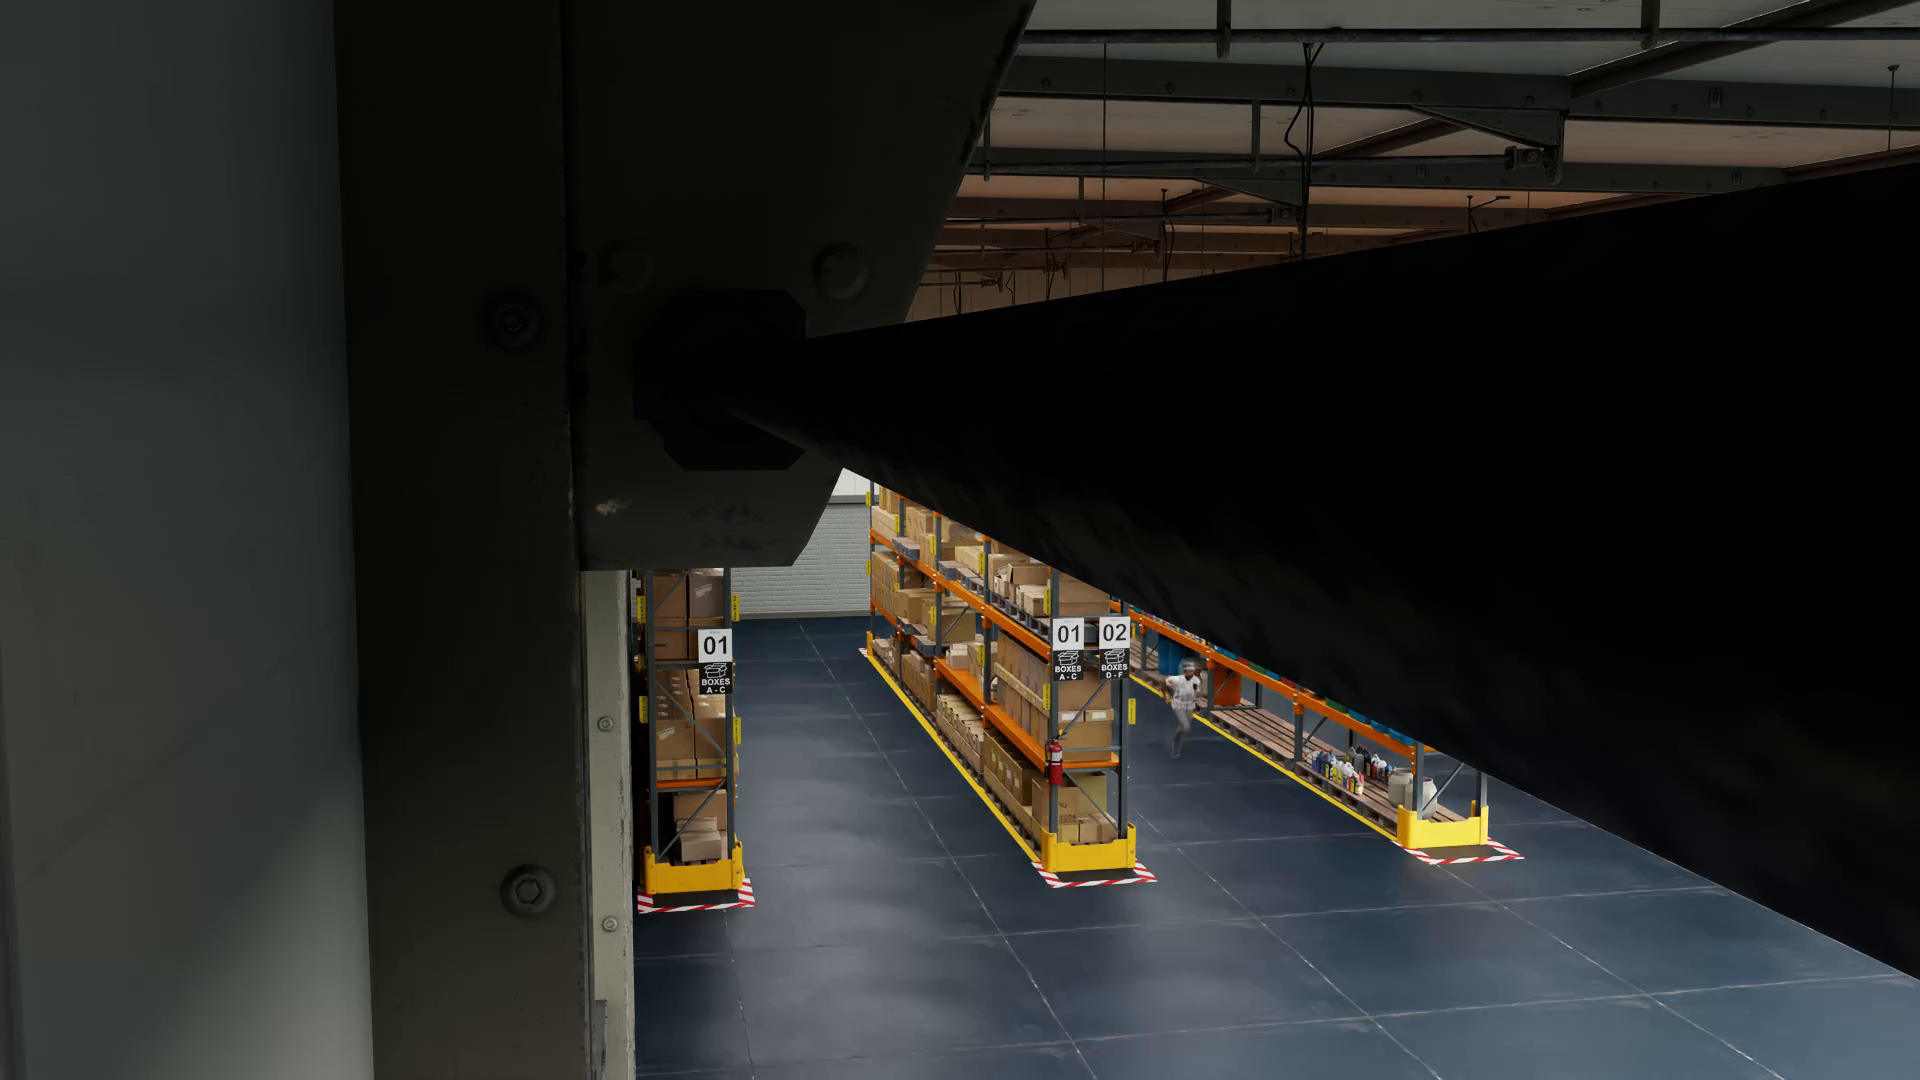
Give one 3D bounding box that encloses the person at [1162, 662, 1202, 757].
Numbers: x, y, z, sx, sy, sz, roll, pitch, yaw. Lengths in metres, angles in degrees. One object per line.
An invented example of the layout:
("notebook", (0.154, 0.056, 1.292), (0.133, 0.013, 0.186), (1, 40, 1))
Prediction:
("person", (3.592, 2.730, 26.753), (0.561, 1.608, 0.799), (-3, 6, -23))
